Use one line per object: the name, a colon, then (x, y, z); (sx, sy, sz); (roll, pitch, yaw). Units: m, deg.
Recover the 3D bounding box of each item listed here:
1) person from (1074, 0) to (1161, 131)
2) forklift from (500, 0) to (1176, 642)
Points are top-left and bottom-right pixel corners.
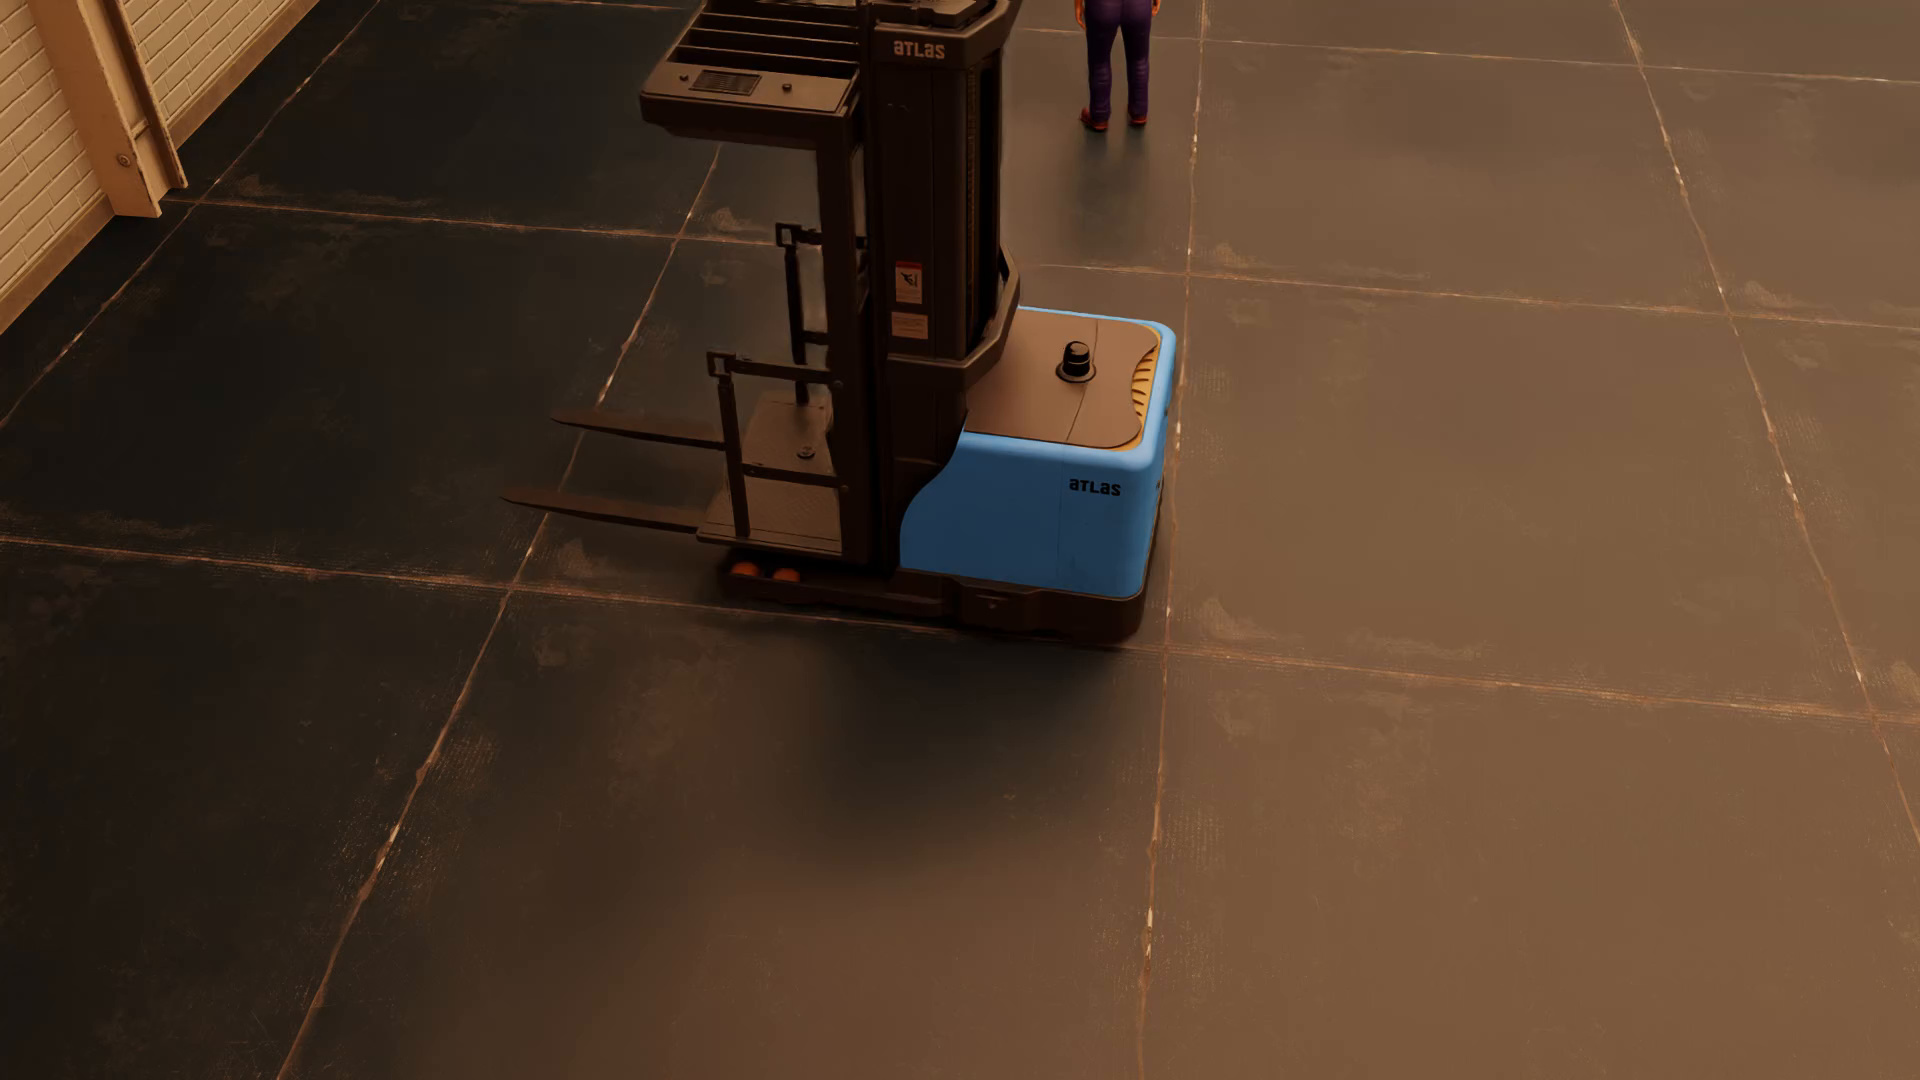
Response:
person: (0.967, -3.324, 10.294); (0.568, 1.663, 0.469); (-5, 43, -6)
forklift: (-0.604, -1.131, 6.955); (3.031, 2.935, 1.130); (8, 43, 9)
